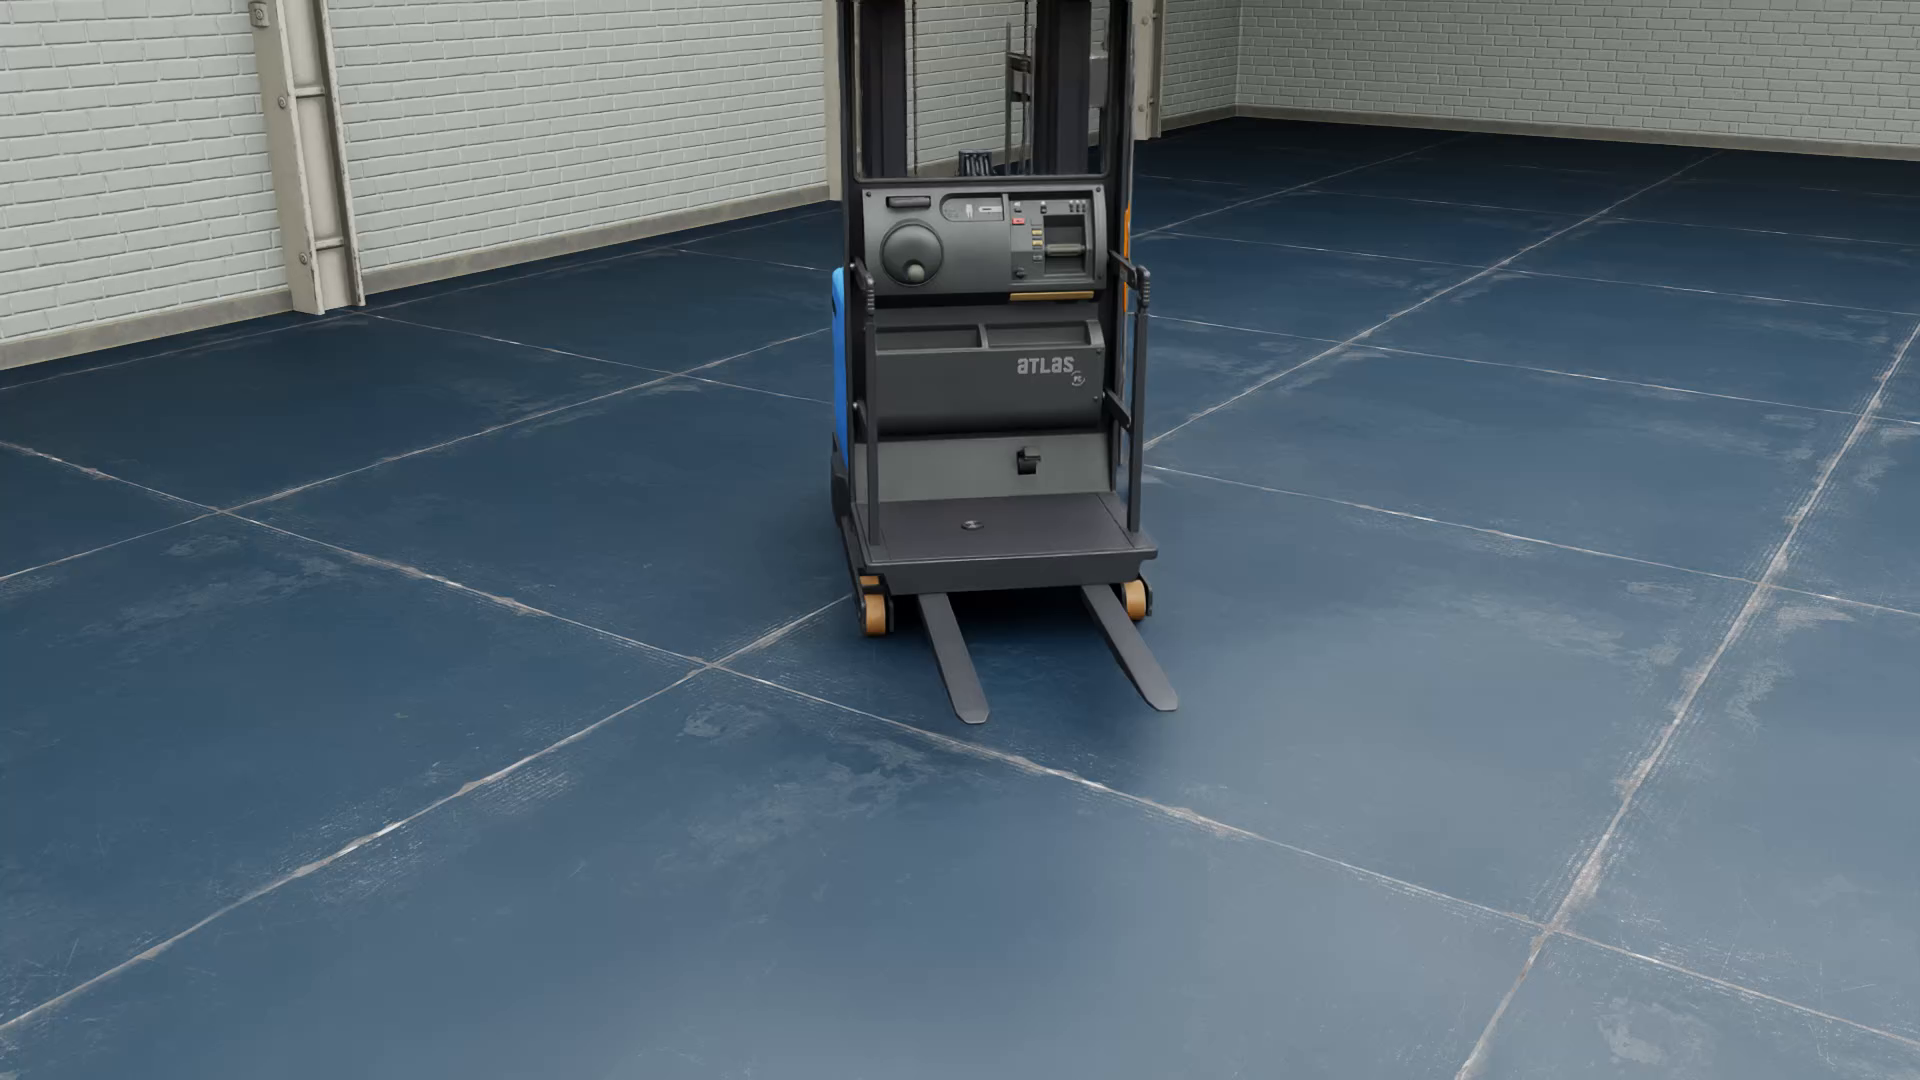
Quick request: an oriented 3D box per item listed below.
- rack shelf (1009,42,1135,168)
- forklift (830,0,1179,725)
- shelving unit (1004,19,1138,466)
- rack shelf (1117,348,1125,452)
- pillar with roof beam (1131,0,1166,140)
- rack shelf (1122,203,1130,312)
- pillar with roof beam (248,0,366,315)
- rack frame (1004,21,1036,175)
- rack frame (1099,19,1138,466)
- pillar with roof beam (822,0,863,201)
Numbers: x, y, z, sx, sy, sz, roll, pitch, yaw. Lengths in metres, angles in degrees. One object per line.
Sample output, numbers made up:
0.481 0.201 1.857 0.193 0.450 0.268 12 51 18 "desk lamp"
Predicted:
0.509 -2.038 7.770 0.480 0.518 0.431 -6 21 -15 "rack shelf"
0.129 -1.139 6.120 1.130 2.935 3.031 -3 20 -8 "forklift"
0.509 -1.394 8.008 0.503 2.100 0.431 -6 21 -15 "shelving unit"
0.509 -0.725 8.256 0.480 0.518 0.431 -6 21 -15 "rack shelf"
5.868 -8.461 17.169 9.100 9.000 0.400 13 24 32 "pillar with roof beam"
0.509 -1.382 8.013 0.480 0.518 0.431 -6 21 -15 "rack shelf"
-0.878 -5.018 7.861 9.100 9.000 0.400 13 24 32 "pillar with roof beam"
0.275 -1.371 7.944 0.015 2.100 0.400 -6 21 -15 "rack frame"
0.743 -1.418 8.072 0.015 2.100 0.400 -6 21 -15 "rack frame"
2.495 -6.740 12.515 9.100 9.000 0.400 13 24 32 "pillar with roof beam"
